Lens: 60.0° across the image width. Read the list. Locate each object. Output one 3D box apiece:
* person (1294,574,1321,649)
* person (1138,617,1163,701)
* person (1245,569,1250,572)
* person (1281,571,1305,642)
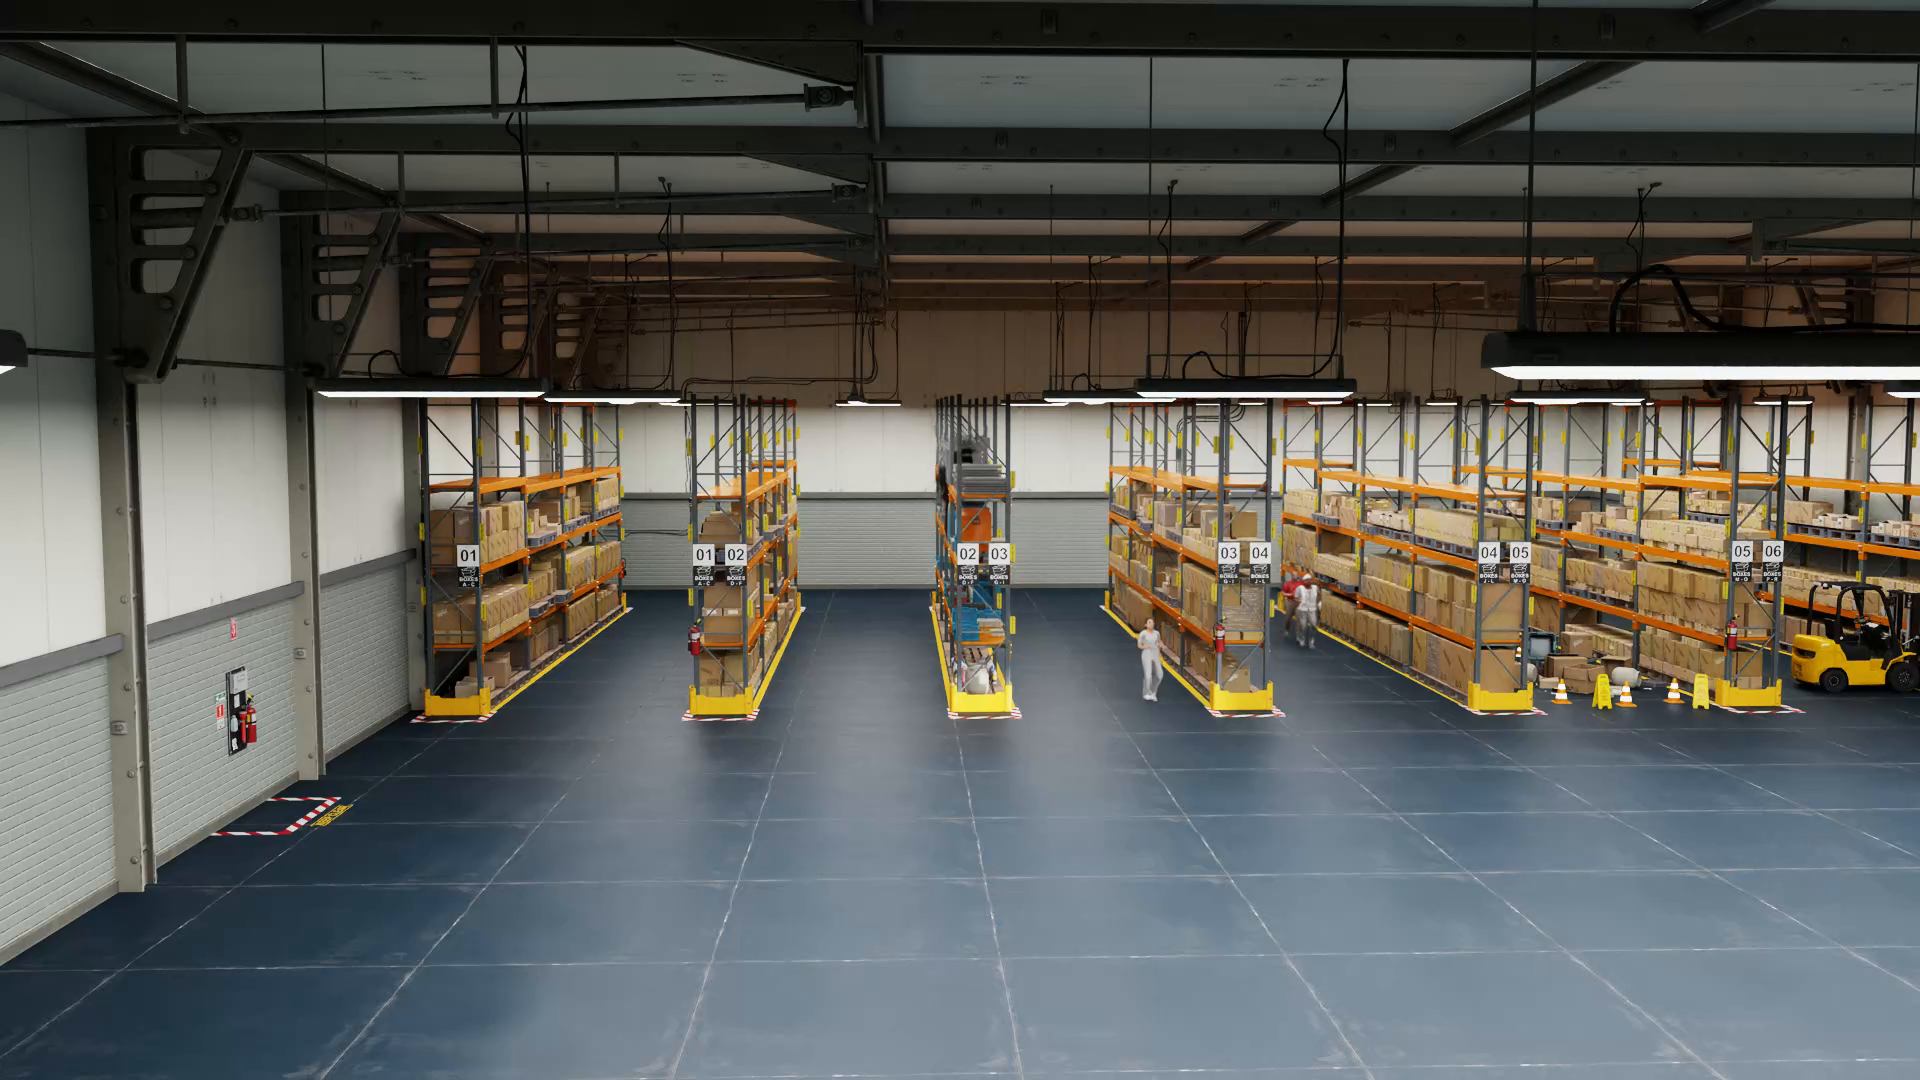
[{"bbox_3d":[8.327,1.726,39.738,0.706,1.827,0.724,0,4,0],"label":"person"},{"bbox_3d":[3.744,2.333,32.480,0.548,1.655,0.615,-1,5,-15],"label":"person"},{"bbox_3d":[8.044,1.240,46.051,0.745,1.741,0.701,0,5,4],"label":"person"},{"bbox_3d":[8.254,1.620,41.034,0.668,1.705,0.979,0,4,-1],"label":"person"}]
